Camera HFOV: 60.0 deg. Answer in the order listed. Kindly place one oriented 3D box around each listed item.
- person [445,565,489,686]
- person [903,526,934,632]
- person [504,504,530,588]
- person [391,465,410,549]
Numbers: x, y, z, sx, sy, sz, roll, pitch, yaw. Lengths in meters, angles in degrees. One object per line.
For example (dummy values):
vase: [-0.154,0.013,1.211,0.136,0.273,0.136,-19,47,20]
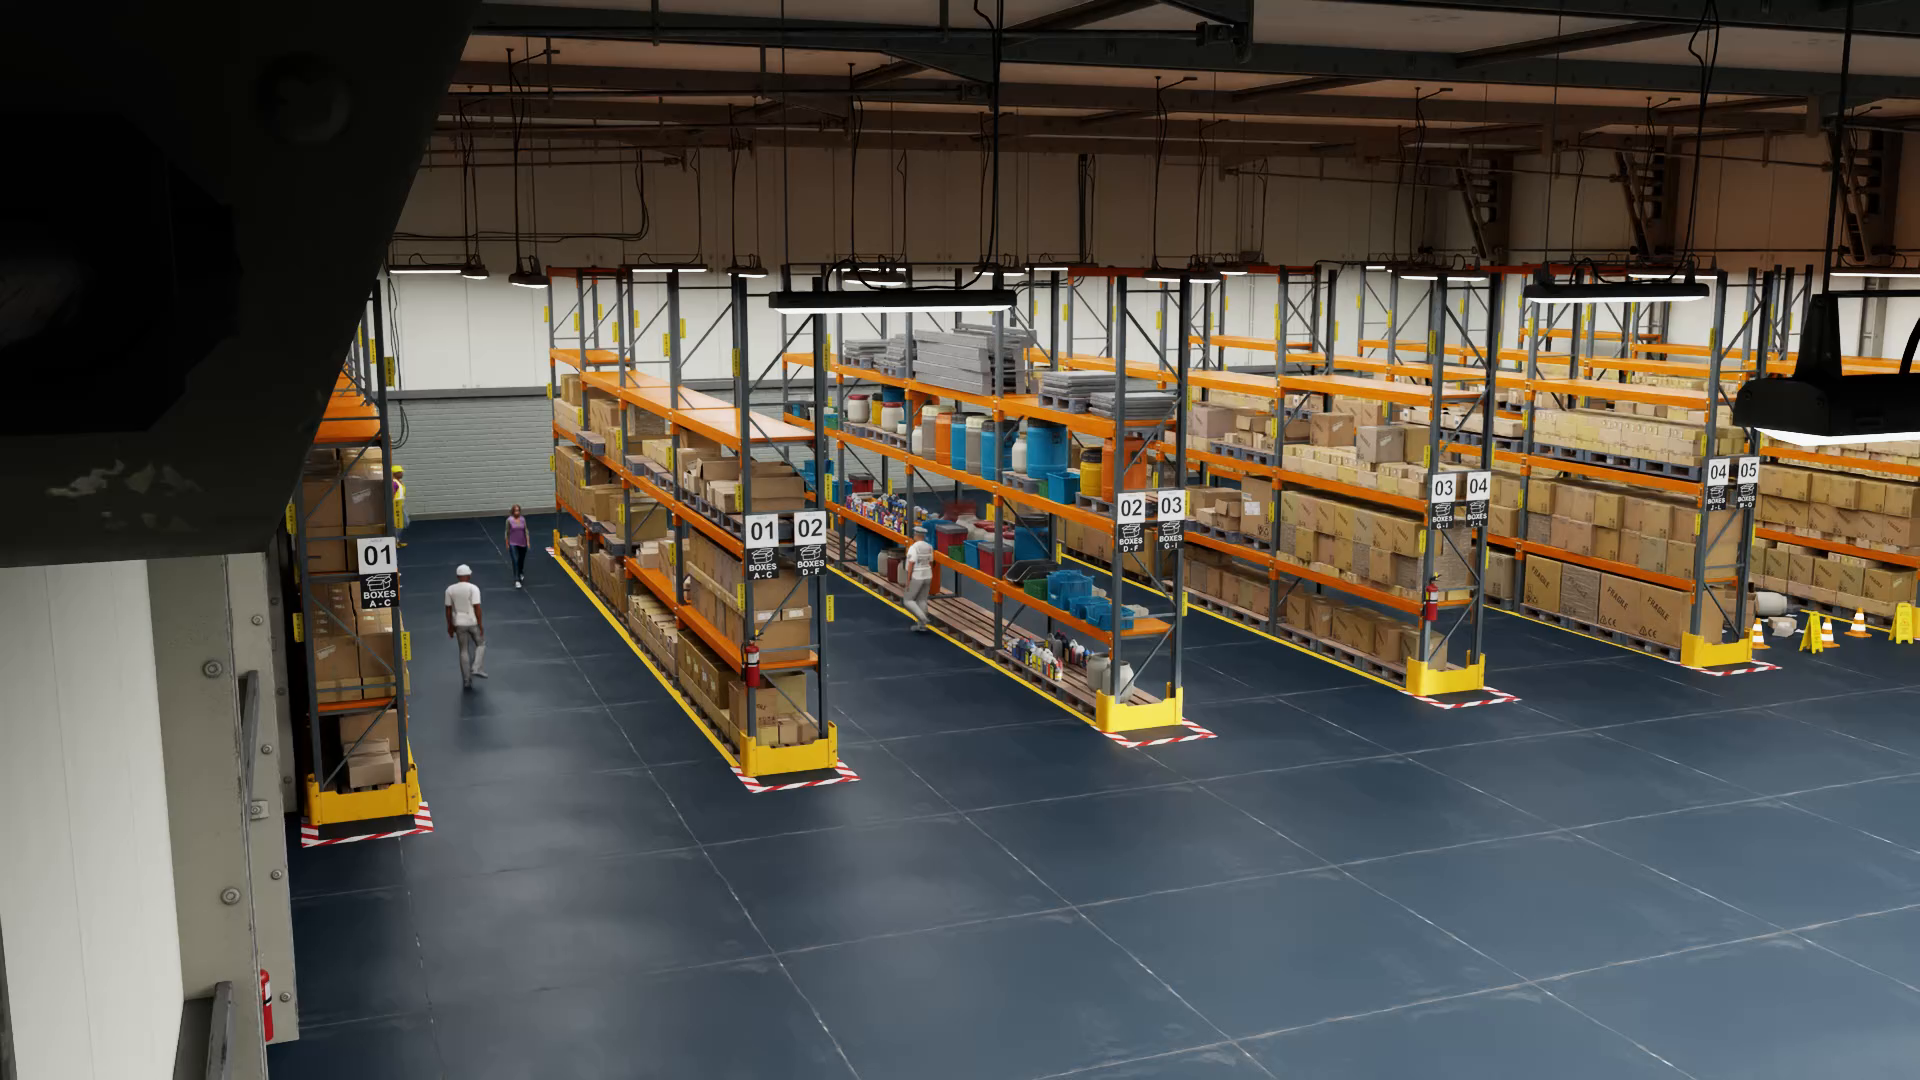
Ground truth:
person: [-7.252,1.242,24.415,0.592,1.748,0.509,-1,10,-6]
person: [-0.640,0.668,27.741,0.574,1.747,0.533,-9,14,-43]
person: [-8.405,0.083,31.578,0.446,1.540,0.972,-4,11,-22]
person: [-12.030,-0.717,35.571,0.449,1.766,0.606,-4,11,-20]
